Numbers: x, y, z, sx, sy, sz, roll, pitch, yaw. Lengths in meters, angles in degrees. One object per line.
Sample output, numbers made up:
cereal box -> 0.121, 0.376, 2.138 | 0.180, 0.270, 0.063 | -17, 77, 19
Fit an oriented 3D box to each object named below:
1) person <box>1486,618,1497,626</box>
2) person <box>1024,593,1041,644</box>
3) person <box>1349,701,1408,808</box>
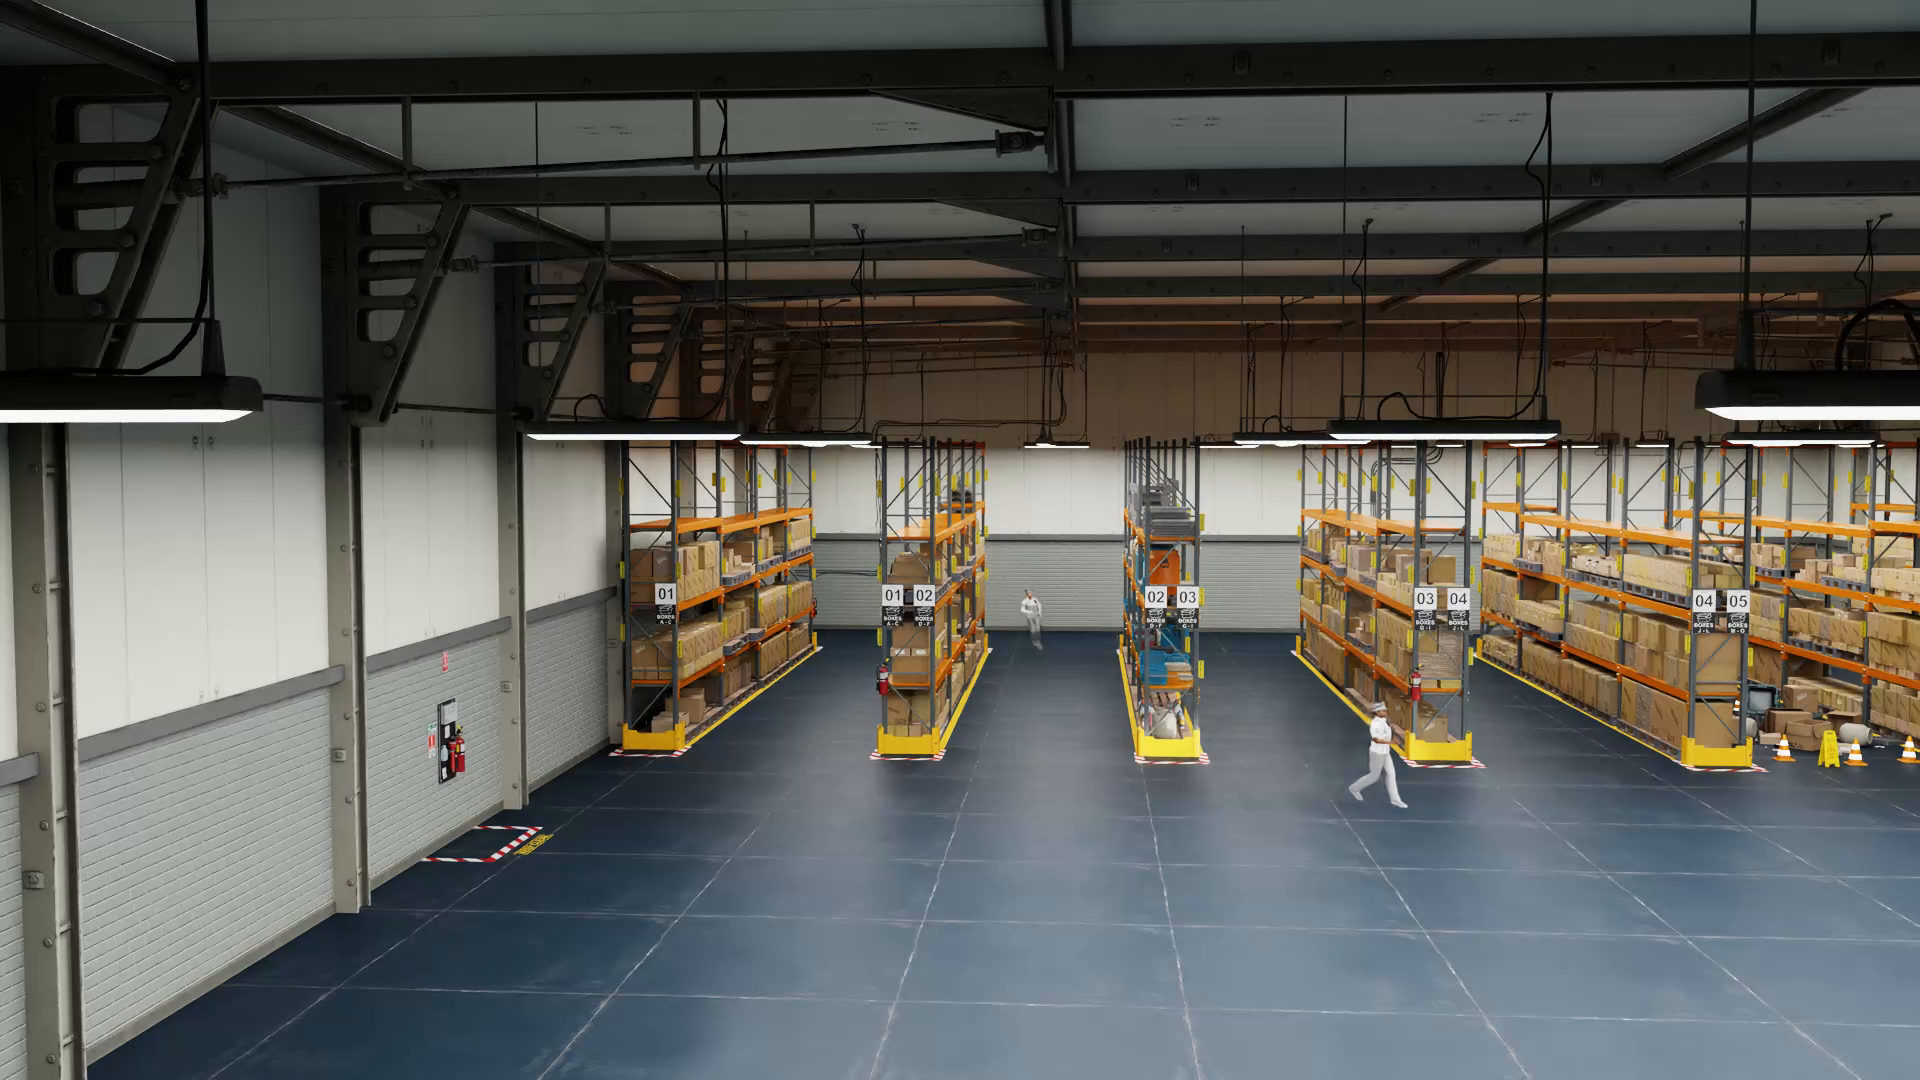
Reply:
person -> 15.239, 1.980, 47.574 | 0.392, 0.915, 0.689 | 2, 4, 32
person -> 2.003, 2.136, 46.406 | 0.498, 1.516, 0.495 | 0, 3, -7
person -> 6.732, 3.426, 26.713 | 0.941, 1.693, 0.575 | 2, 4, 31
